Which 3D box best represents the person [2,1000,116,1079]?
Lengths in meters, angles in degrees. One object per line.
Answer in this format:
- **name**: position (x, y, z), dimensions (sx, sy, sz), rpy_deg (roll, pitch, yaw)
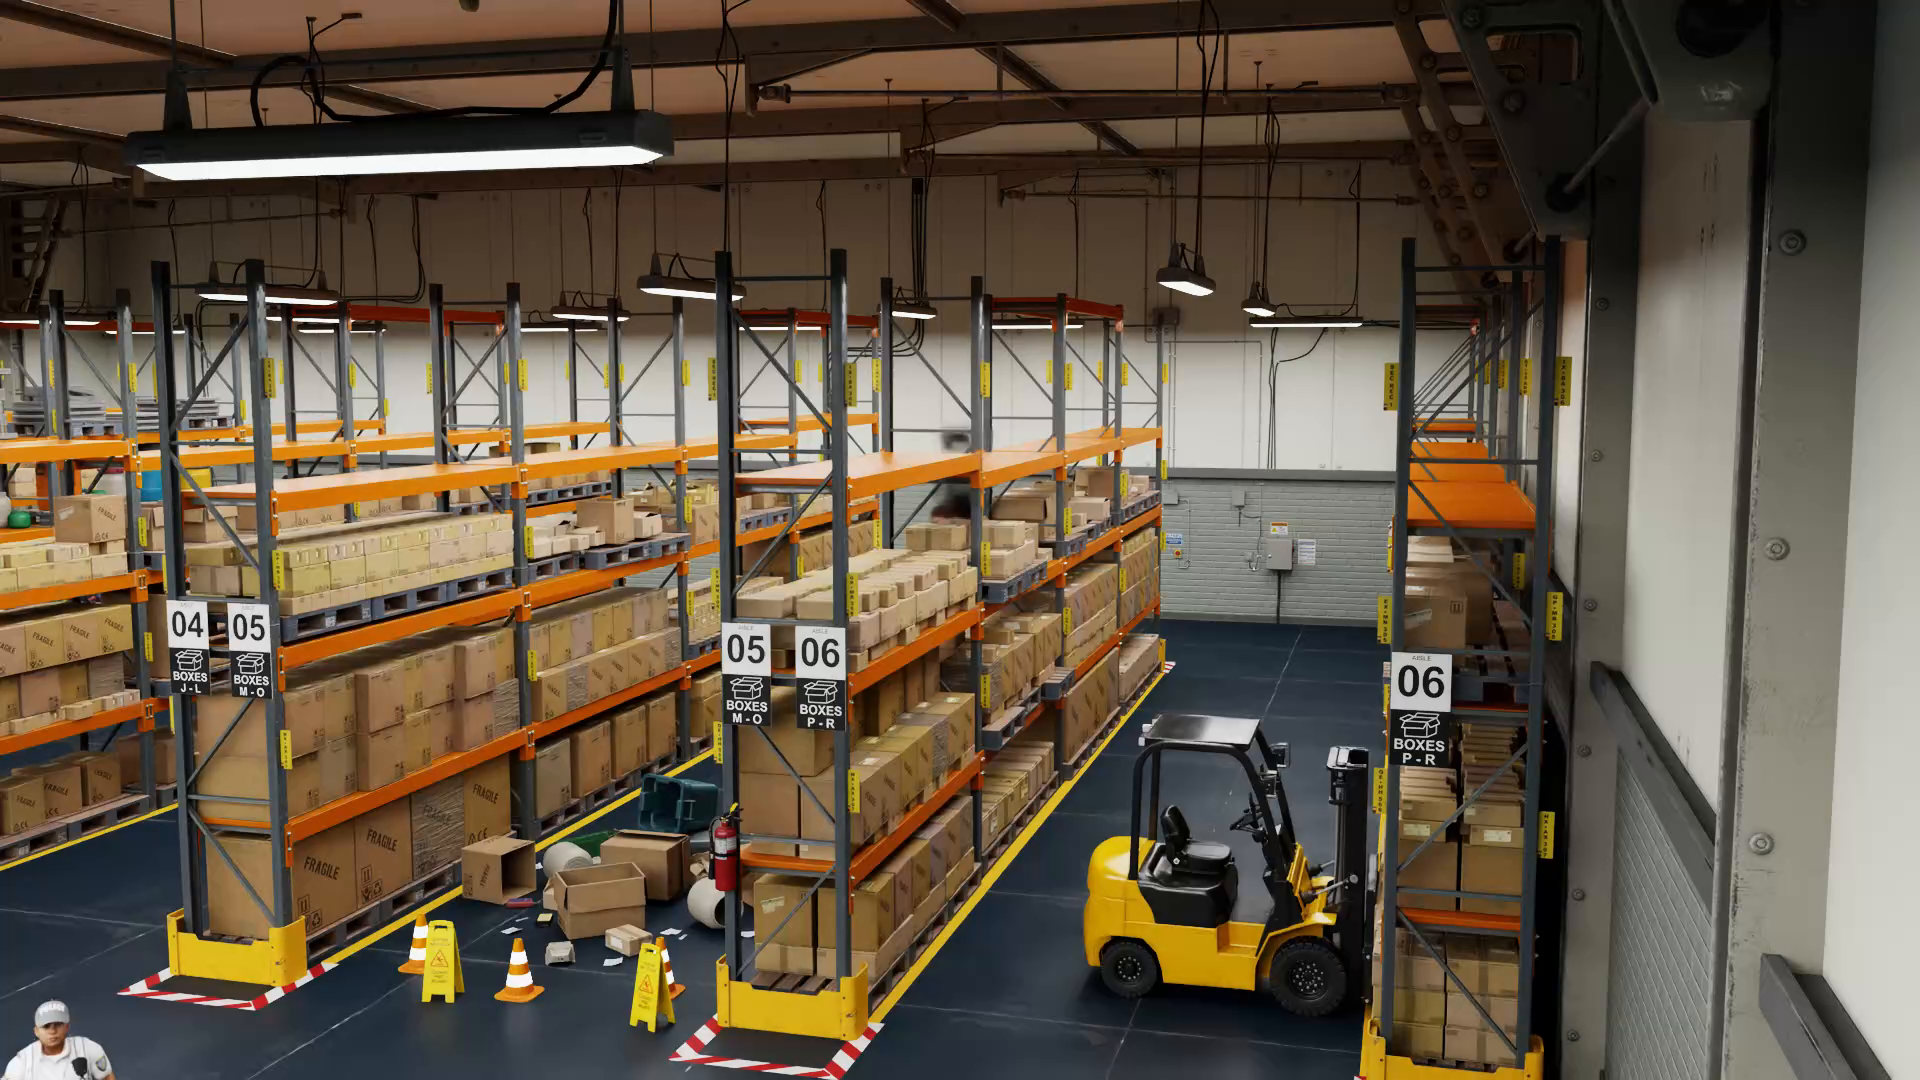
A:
- **person**: position (-5.070, 3.378, 9.351), dimensions (0.605, 1.615, 0.558), rpy_deg (-3, 7, -29)
